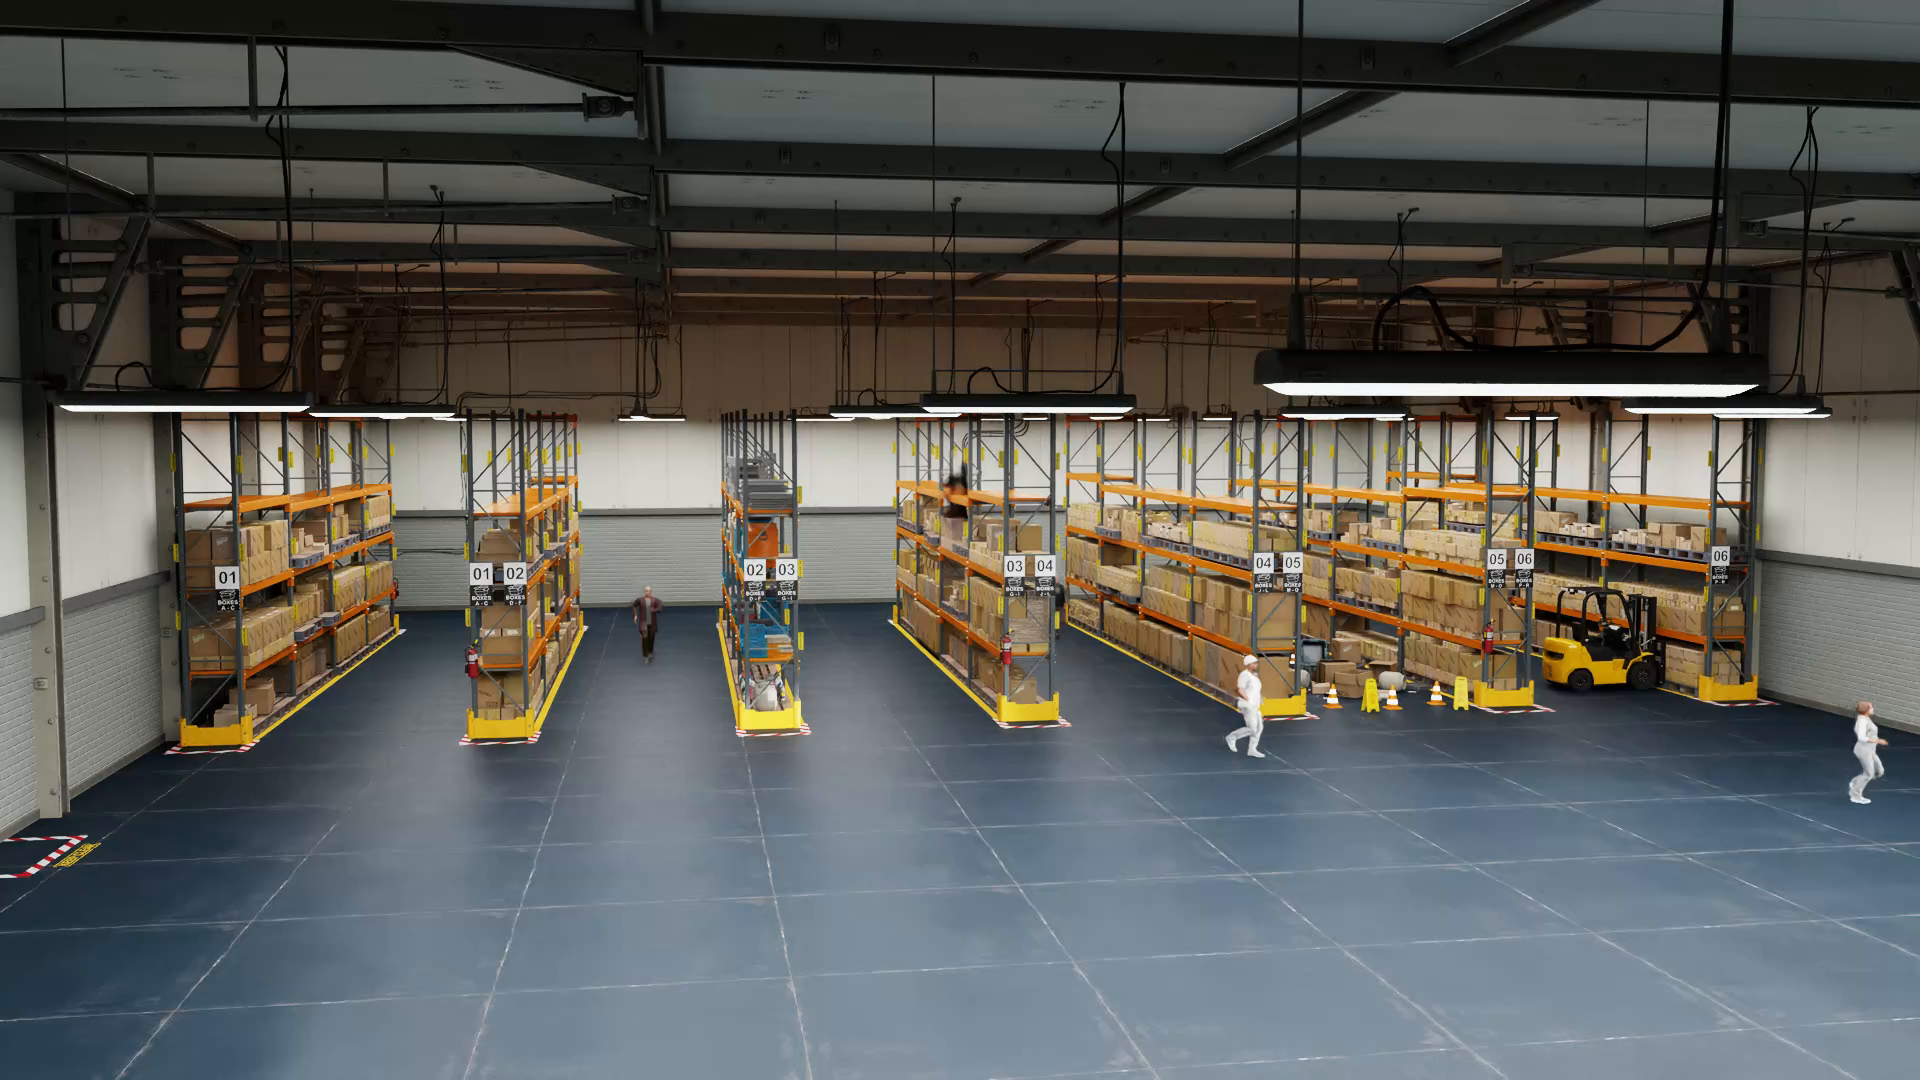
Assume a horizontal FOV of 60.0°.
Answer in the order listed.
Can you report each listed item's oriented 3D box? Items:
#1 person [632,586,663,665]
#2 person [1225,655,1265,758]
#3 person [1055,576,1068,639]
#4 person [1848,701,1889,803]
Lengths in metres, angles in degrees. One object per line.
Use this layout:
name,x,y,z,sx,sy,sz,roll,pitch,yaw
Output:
person,-7.507,2.136,40.041,0.681,1.630,0.903,-1,4,-19
person,4.948,2.853,28.666,0.668,1.760,0.706,2,4,27
person,2.574,1.799,44.470,0.693,1.688,0.585,-1,4,-15
person,13.679,3.199,25.022,0.536,1.543,0.526,3,5,35
